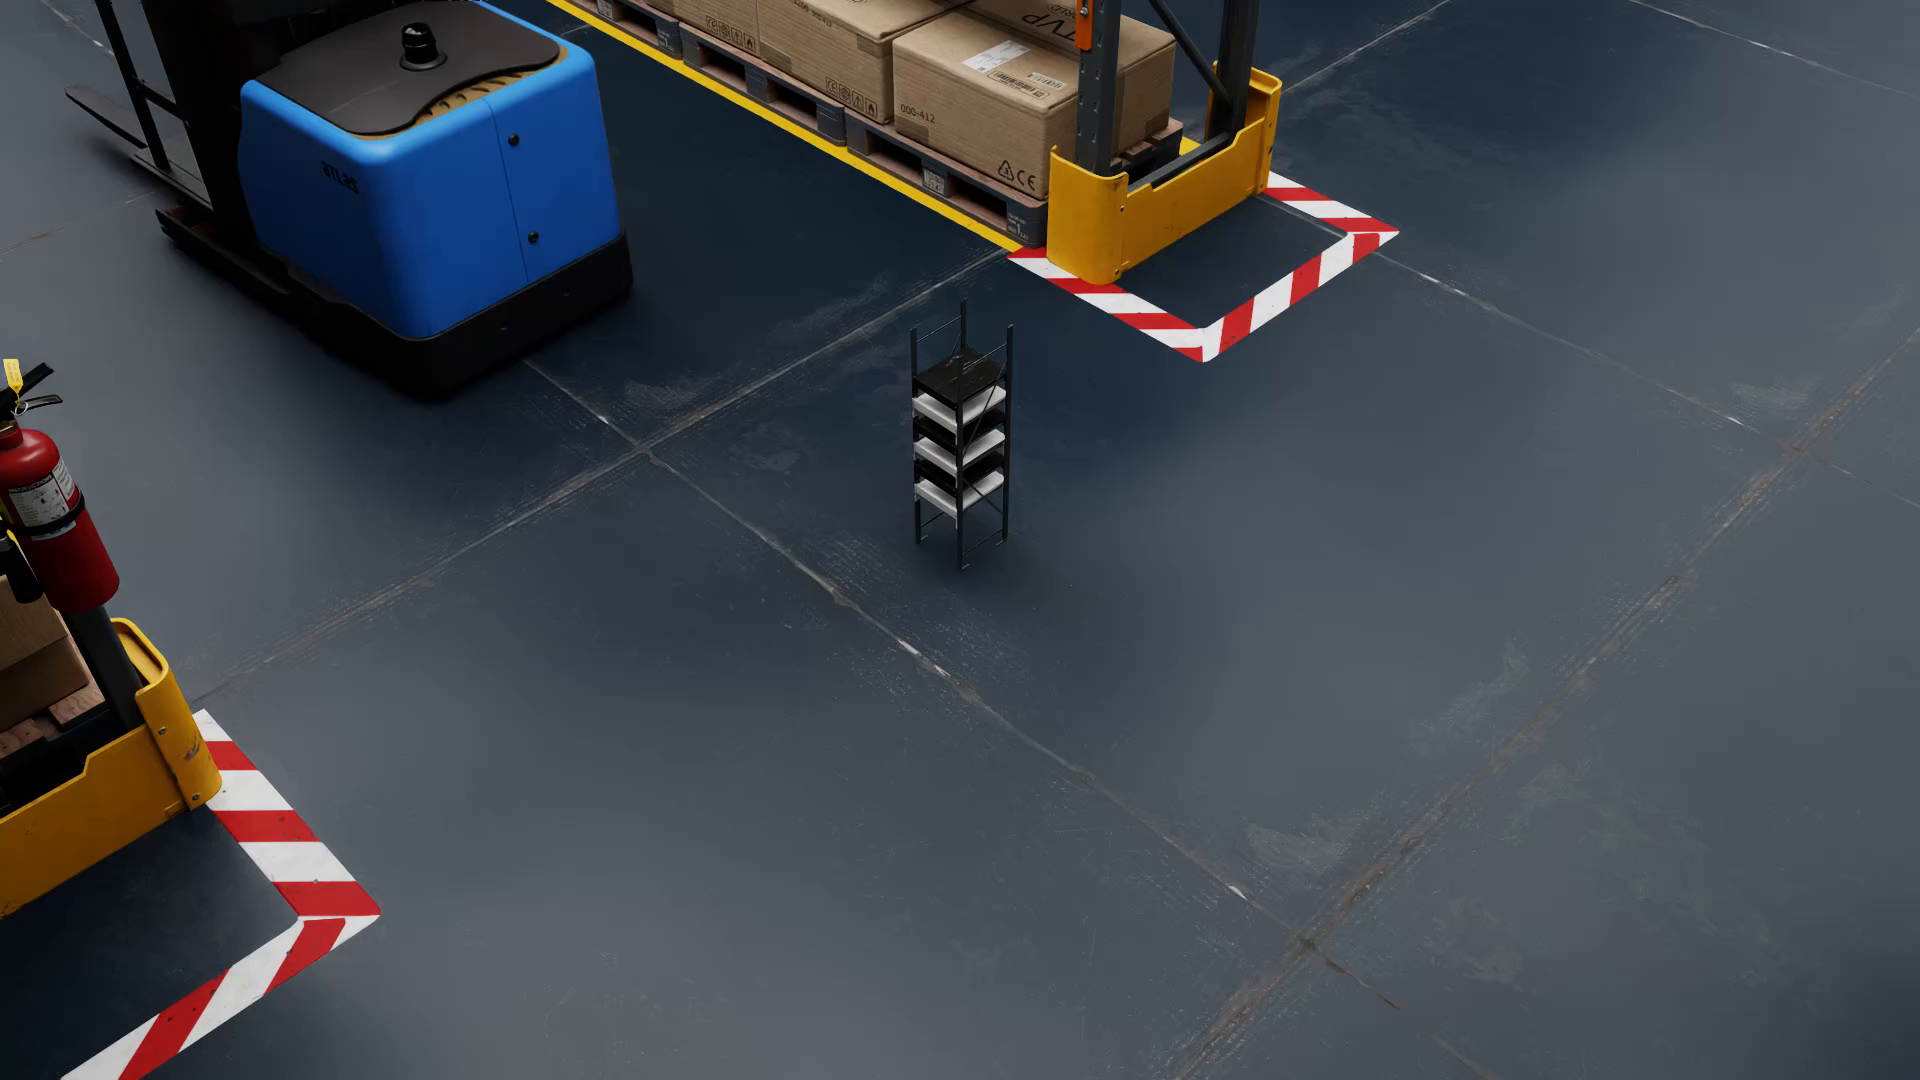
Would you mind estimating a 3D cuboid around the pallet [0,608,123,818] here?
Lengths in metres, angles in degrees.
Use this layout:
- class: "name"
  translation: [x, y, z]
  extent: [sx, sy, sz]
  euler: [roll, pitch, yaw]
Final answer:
- class: "pallet"
  translation: [-3.272, 0.474, 5.081]
  extent: [1.003, 0.211, 1.213]
  euler: [-34, 53, -31]

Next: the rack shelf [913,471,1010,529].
- class: "rack shelf"
  translation: [0.006, -0.170, 5.585]
  extent: [0.258, 0.077, 0.200]
  euler: [-34, 53, -31]

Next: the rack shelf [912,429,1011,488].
- class: "rack shelf"
  translation: [0.006, -0.302, 5.463]
  extent: [0.258, 0.077, 0.200]
  euler: [-34, 53, -31]

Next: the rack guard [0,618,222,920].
- class: "rack guard"
  translation: [-2.708, 0.751, 4.569]
  extent: [1.175, 0.500, 0.348]
  euler: [-34, 53, -31]

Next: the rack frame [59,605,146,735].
- class: "rack frame"
  translation: [-2.655, -0.131, 3.681]
  extent: [1.000, 3.000, 0.127]
  euler: [-34, 53, -31]

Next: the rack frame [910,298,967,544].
- class: "rack frame"
  translation: [-0.066, -0.375, 5.493]
  extent: [0.240, 0.900, 0.006]
  euler: [-34, 53, -31]

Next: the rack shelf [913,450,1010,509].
- class: "rack shelf"
  translation: [0.006, -0.236, 5.524]
  extent: [0.258, 0.077, 0.200]
  euler: [-34, 53, -31]

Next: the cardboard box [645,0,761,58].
- class: "cardboard box"
  translation: [-0.968, -2.864, 8.217]
  extent: [0.875, 0.438, 0.875]
  euler: [33, 52, 30]

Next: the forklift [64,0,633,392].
- class: "forklift"
  translation: [-2.775, -2.491, 6.286]
  extent: [3.031, 2.935, 1.130]
  euler: [31, 51, 29]

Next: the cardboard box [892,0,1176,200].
- class: "cardboard box"
  translation: [0.320, -1.994, 7.276]
  extent: [0.875, 0.438, 0.875]
  euler: [32, 52, 30]

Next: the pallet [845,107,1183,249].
- class: "pallet"
  translation: [0.237, -1.834, 7.579]
  extent: [1.003, 0.211, 1.213]
  euler: [-34, 53, -31]

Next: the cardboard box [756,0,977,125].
- class: "cardboard box"
  translation: [-0.332, -2.430, 7.748]
  extent: [0.875, 0.438, 0.875]
  euler: [-33, 52, -30]

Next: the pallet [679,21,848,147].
- class: "pallet"
  translation: [-0.620, -2.420, 8.214]
  extent: [1.003, 0.211, 1.213]
  euler: [-34, 53, -31]

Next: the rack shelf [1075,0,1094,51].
- class: "rack shelf"
  translation: [-0.555, -3.208, 7.542]
  extent: [1.077, 0.370, 4.000]
  euler: [-34, 53, -31]

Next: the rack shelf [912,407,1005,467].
- class: "rack shelf"
  translation: [0.006, -0.368, 5.402]
  extent: [0.258, 0.077, 0.200]
  euler: [-34, 53, -31]

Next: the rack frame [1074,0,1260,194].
- class: "rack frame"
  translation: [0.857, -2.512, 6.258]
  extent: [1.000, 3.000, 0.127]
  euler: [-34, 53, -31]

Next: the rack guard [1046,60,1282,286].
- class: "rack guard"
  translation: [0.874, -1.582, 7.094]
  extent: [1.175, 0.500, 0.348]
  euler: [-34, 53, -31]

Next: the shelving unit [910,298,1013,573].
- class: "shelving unit"
  translation: [0.006, -0.327, 5.440]
  extent: [0.258, 0.900, 0.210]
  euler: [-34, 53, -31]

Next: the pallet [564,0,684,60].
- class: "pallet"
  translation: [-1.486, -3.007, 8.848]
  extent: [1.003, 0.211, 1.213]
  euler: [-34, 53, -31]

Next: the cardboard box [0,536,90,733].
- class: "cardboard box"
  translation: [-3.020, 0.292, 4.753]
  extent: [0.637, 0.503, 0.797]
  euler: [32, 52, 30]

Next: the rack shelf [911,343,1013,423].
- class: "rack shelf"
  translation: [0.006, -0.500, 5.280]
  extent: [0.258, 0.077, 0.200]
  euler: [-34, 53, -31]

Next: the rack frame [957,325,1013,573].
- class: "rack frame"
  translation: [0.078, -0.278, 5.388]
  extent: [0.240, 0.900, 0.006]
  euler: [-34, 53, -31]

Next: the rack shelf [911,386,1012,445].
- class: "rack shelf"
  translation: [0.006, -0.434, 5.341]
  extent: [0.258, 0.077, 0.200]
  euler: [-34, 53, -31]

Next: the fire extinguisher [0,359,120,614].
- class: "fire extinguisher"
  translation: [-2.224, -0.116, 3.997]
  extent: [0.296, 0.674, 0.183]
  euler: [-34, 53, -31]
